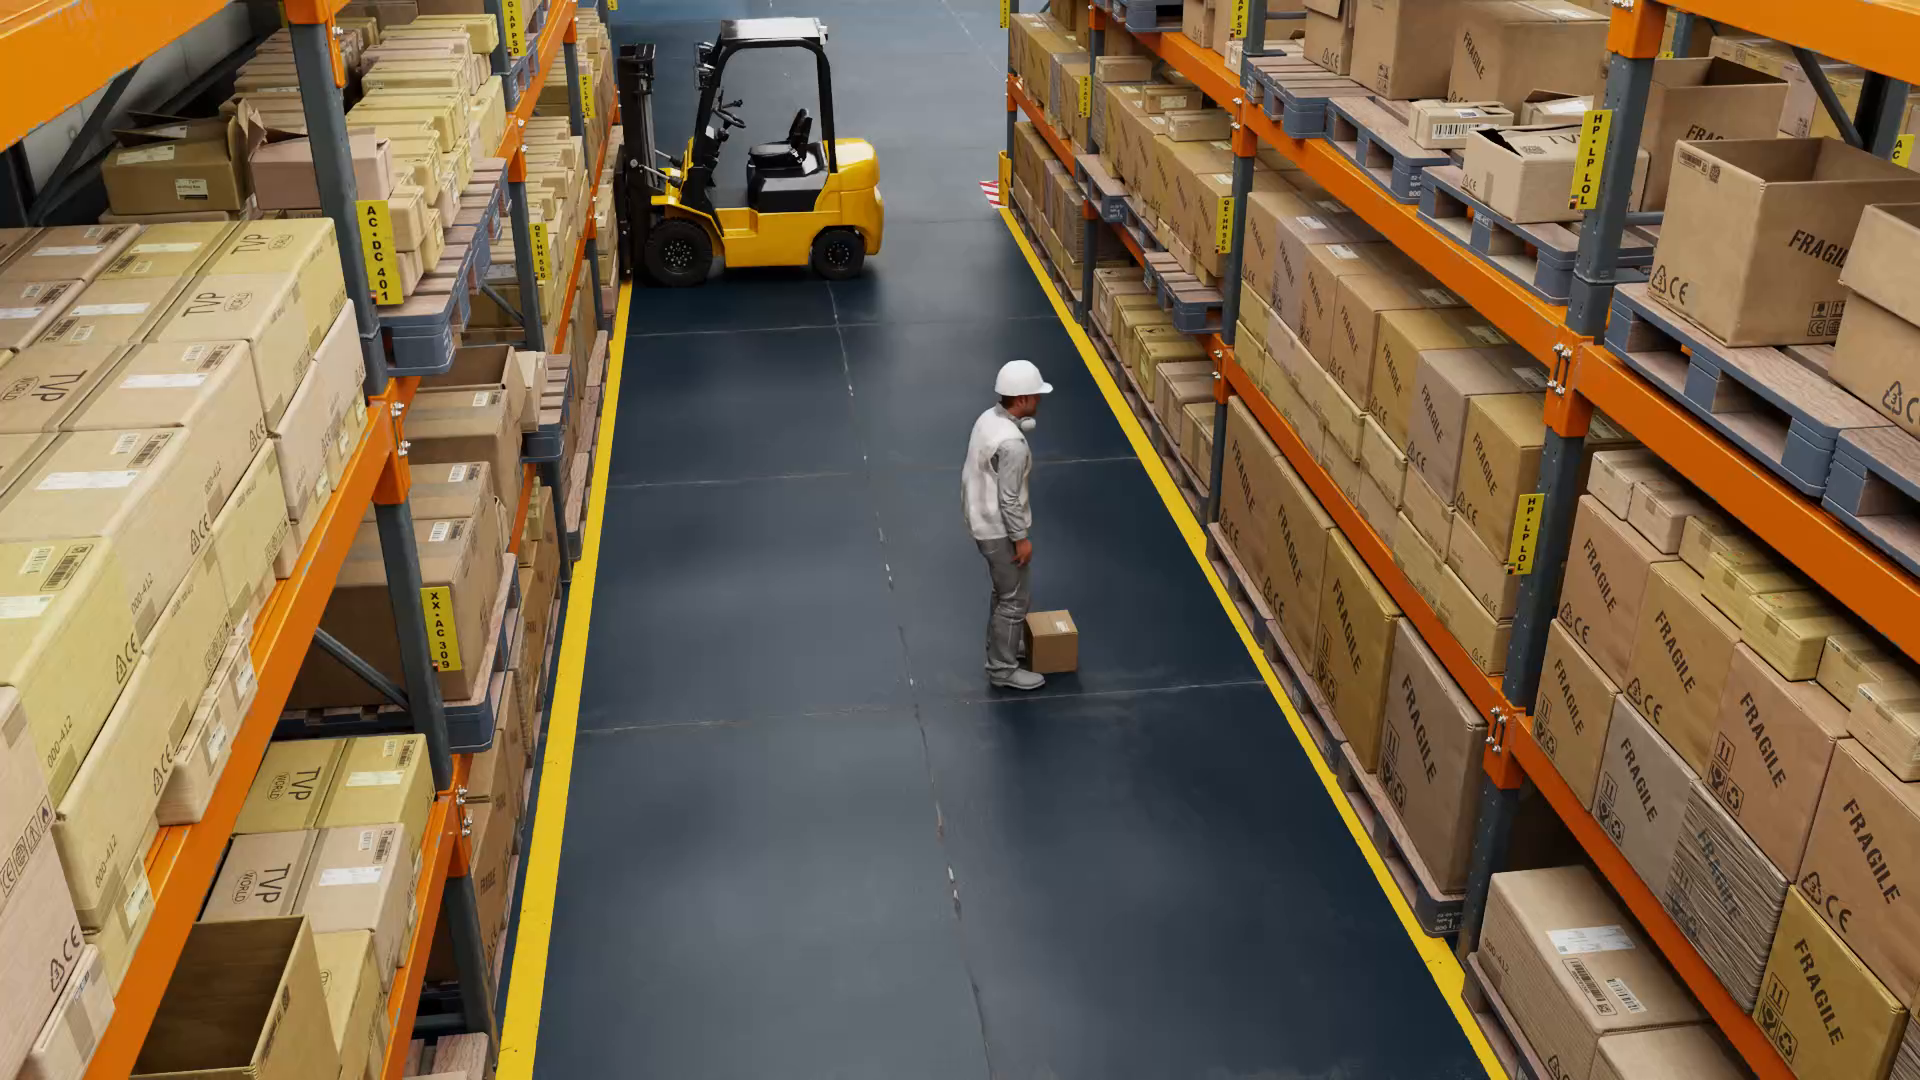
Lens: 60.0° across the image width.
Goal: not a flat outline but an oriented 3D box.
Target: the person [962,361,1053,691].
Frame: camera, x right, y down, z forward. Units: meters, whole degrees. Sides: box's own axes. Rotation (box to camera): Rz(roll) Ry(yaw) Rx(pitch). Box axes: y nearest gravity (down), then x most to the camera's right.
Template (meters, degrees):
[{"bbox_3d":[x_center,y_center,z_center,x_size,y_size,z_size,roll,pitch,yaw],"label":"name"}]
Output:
[{"bbox_3d":[0.246,-0.096,8.779,0.464,1.768,0.588,-4,27,-8],"label":"person"}]
